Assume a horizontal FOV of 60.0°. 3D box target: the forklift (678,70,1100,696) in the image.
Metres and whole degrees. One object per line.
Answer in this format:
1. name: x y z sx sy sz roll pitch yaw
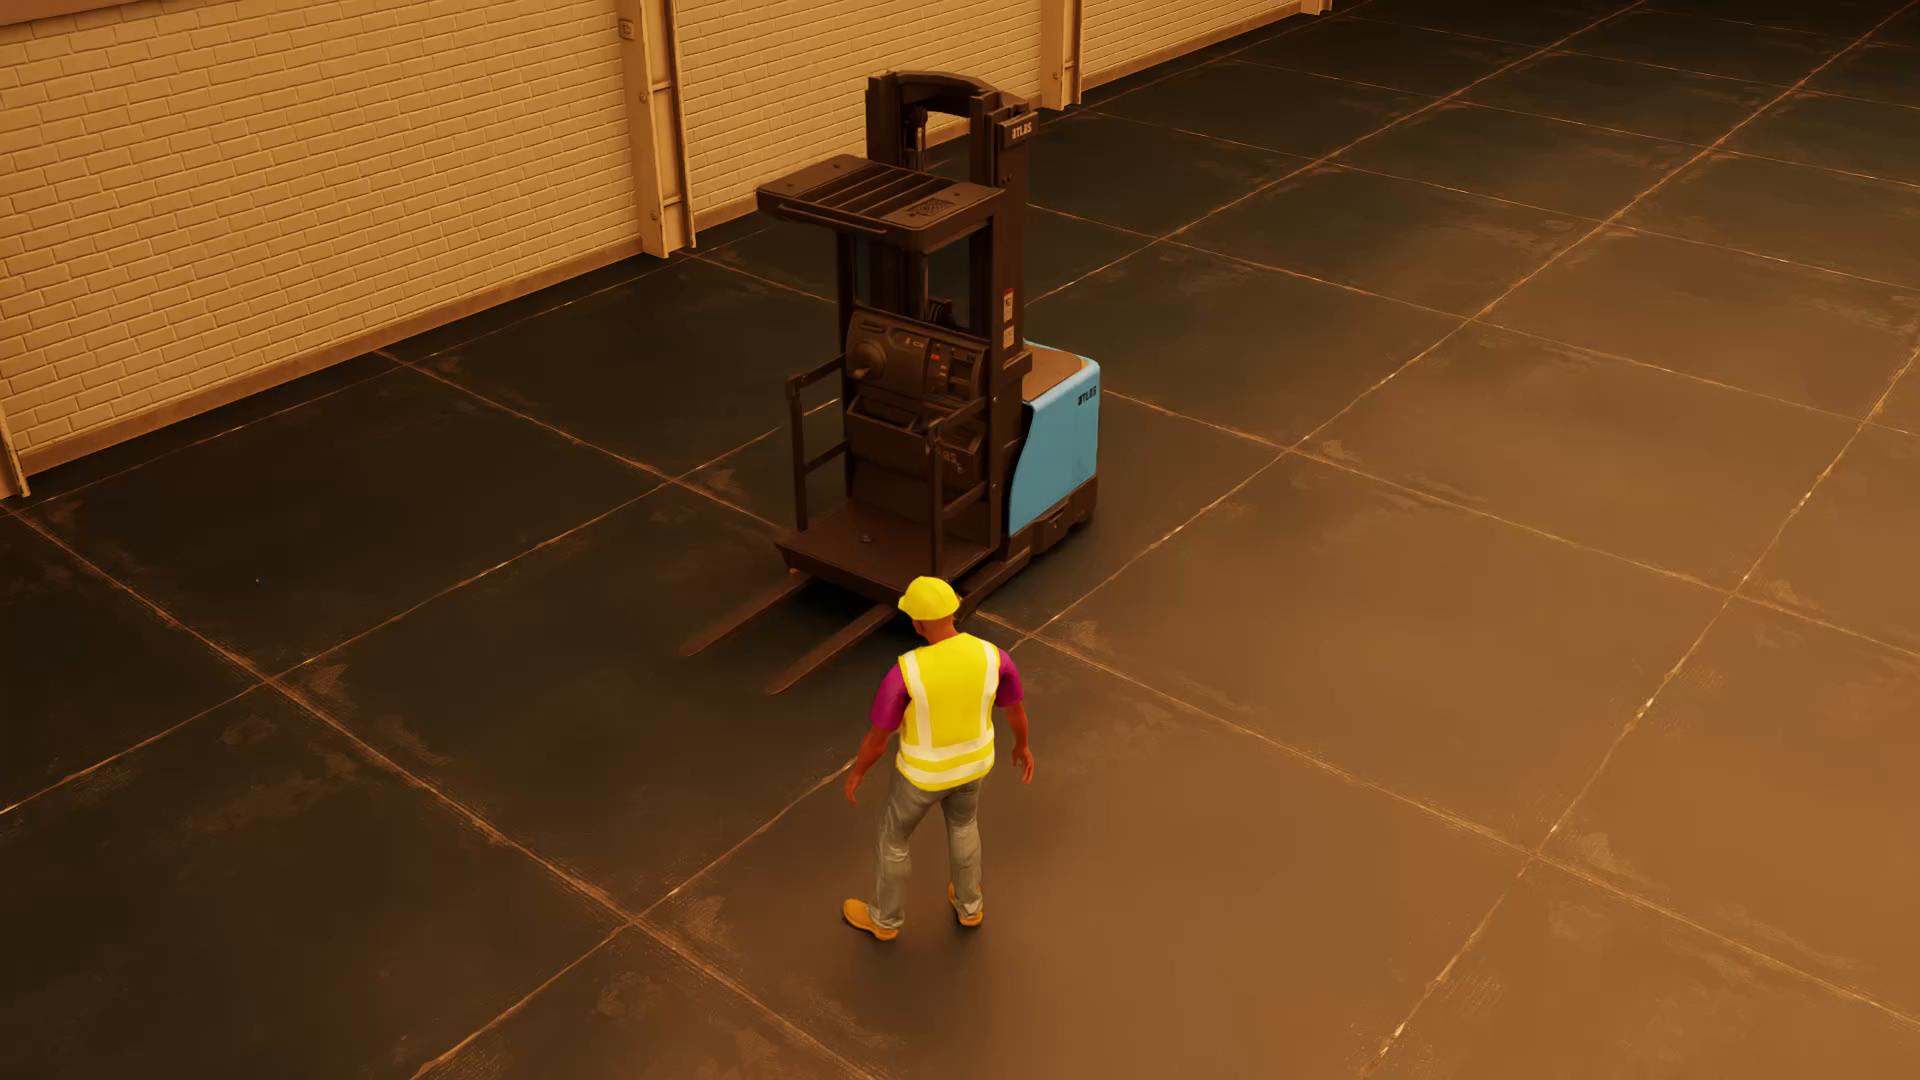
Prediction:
1. forklift: -0.381 -0.981 9.273 1.130 2.935 3.031 20 36 30

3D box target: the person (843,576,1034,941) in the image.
1. person: -0.101 0.931 7.185 0.831 1.738 0.425 -14 33 -22
